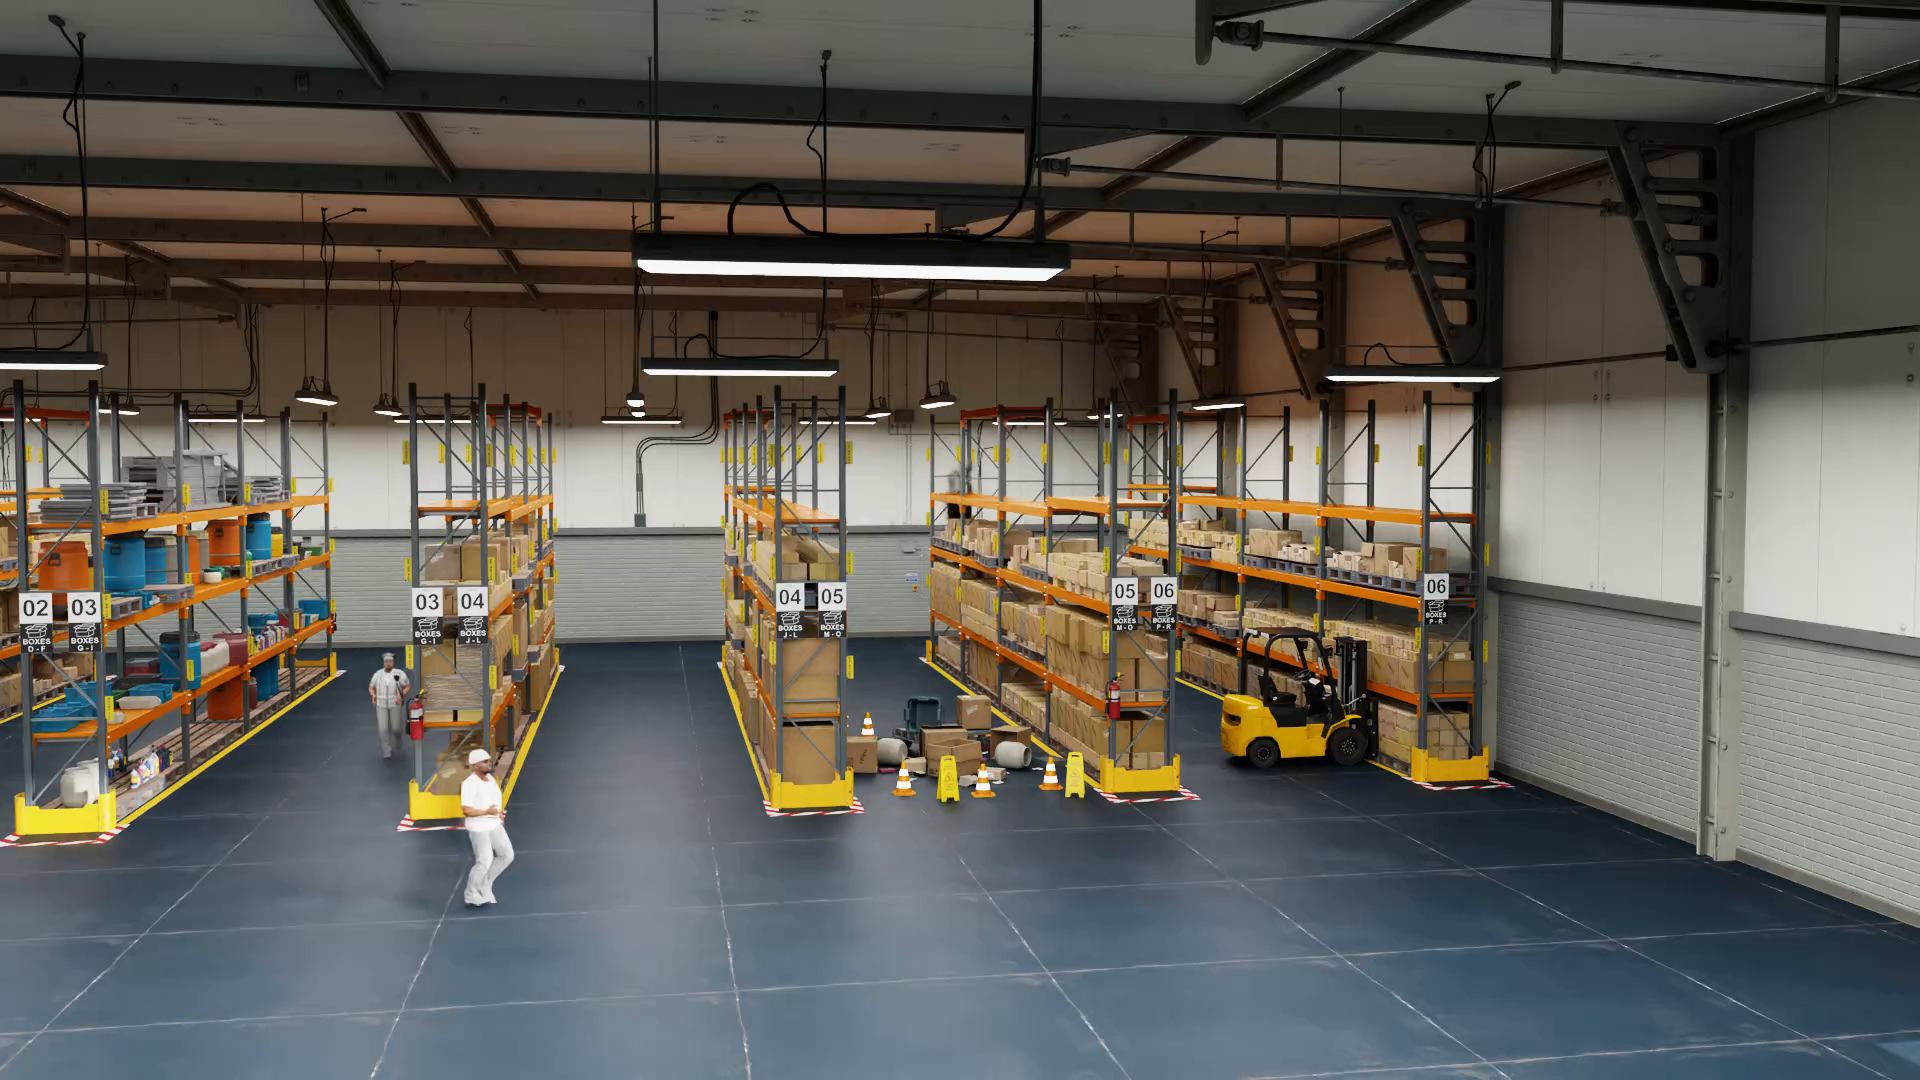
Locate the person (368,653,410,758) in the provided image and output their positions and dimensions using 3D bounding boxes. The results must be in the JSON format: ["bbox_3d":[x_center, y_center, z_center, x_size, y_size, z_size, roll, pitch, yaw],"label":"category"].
[{"bbox_3d":[-9.499,2.733,27.663,0.661,1.725,0.629,-1,3,-12],"label":"person"}]

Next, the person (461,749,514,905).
[{"bbox_3d":[-5.226,3.191,18.441,0.626,1.750,0.680,1,3,18],"label":"person"}]
